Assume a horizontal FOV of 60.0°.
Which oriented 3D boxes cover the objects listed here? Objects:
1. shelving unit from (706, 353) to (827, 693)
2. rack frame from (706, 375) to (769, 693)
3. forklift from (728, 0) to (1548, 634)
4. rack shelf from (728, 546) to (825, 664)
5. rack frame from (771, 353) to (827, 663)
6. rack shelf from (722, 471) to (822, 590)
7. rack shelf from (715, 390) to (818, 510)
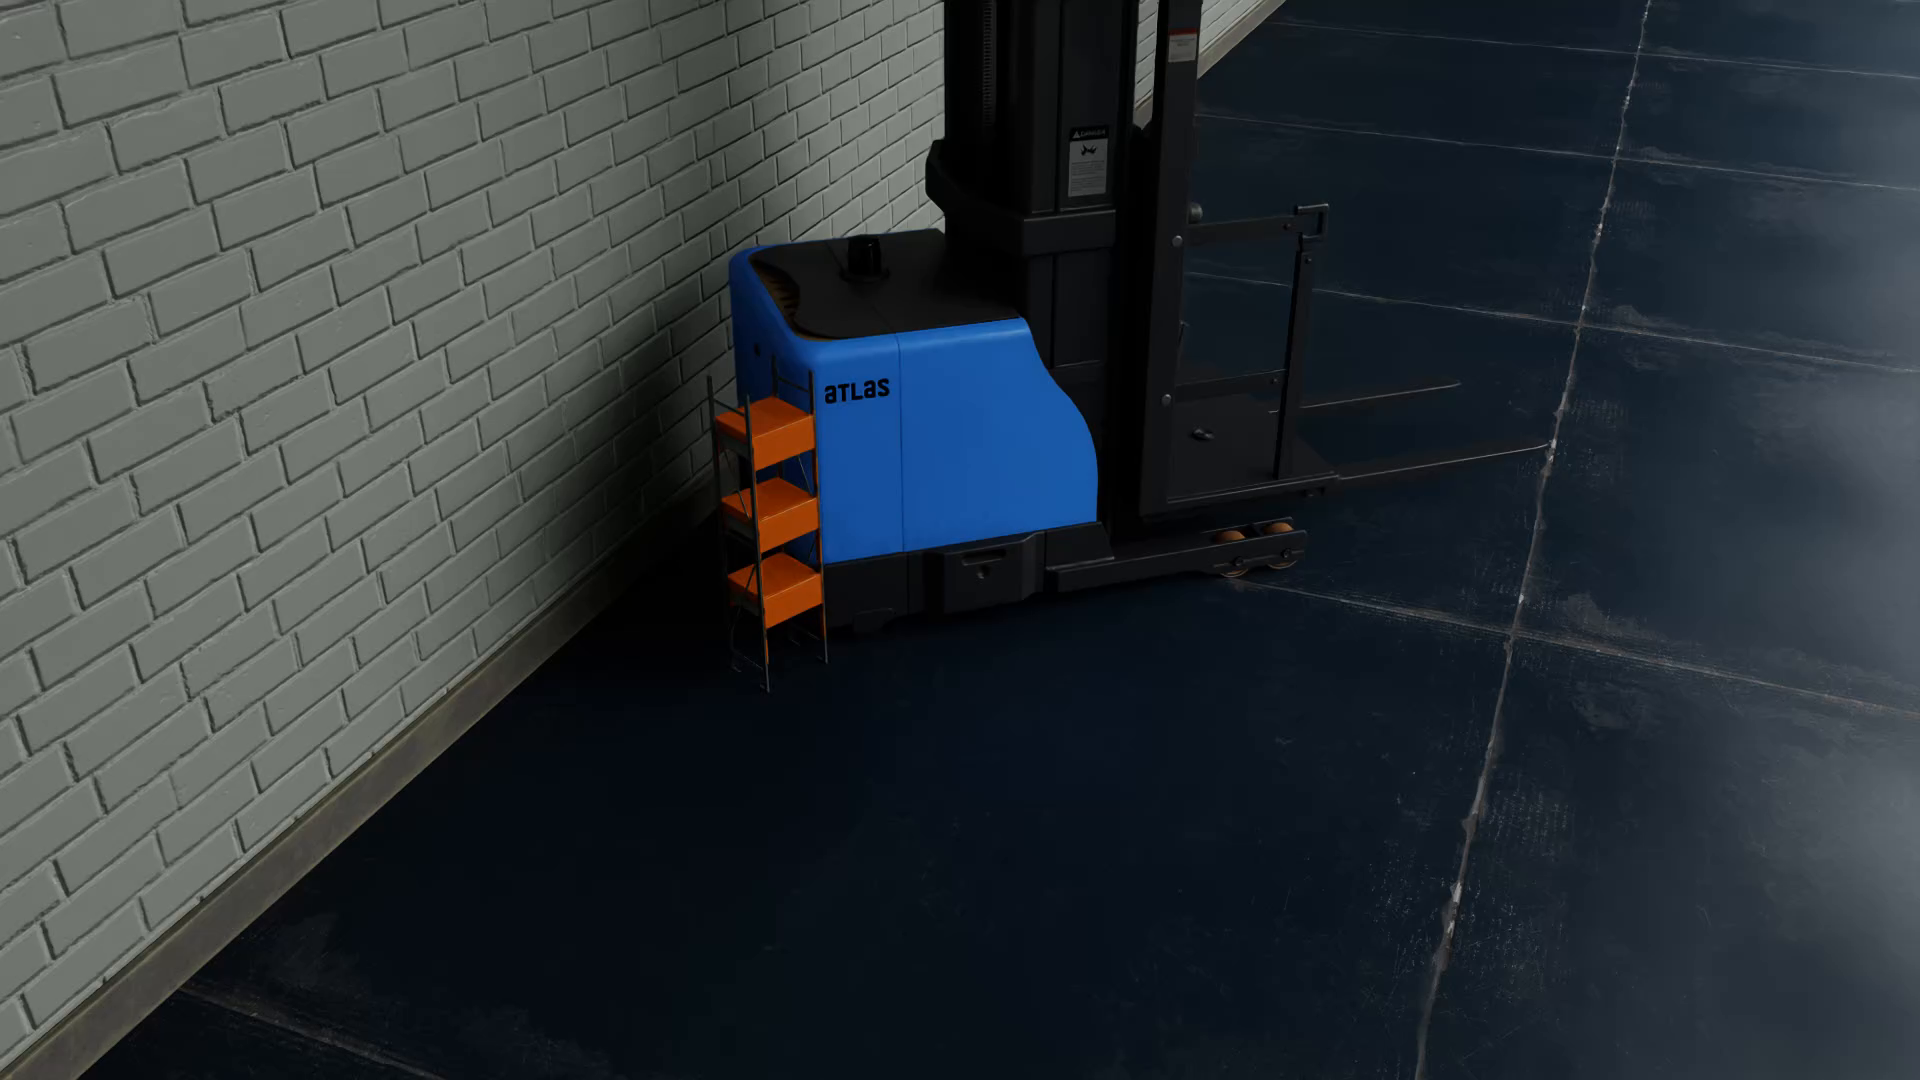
[{"bbox_3d":[-0.601,-0.042,5.257,0.252,1.050,0.215,-25,38,-37],"label":"shelving unit"},{"bbox_3d":[-0.689,-0.001,5.184,0.008,1.050,0.200,-25,38,-37],"label":"rack frame"},{"bbox_3d":[0.742,-1.377,5.708,3.031,2.935,1.130,-9,31,-16],"label":"forklift"},{"bbox_3d":[-0.601,0.209,5.399,0.240,0.259,0.215,-25,38,-37],"label":"rack shelf"},{"bbox_3d":[-0.513,-0.084,5.331,0.008,1.050,0.200,-25,38,-37],"label":"rack frame"},{"bbox_3d":[-0.601,-0.033,5.263,0.240,0.259,0.215,-25,38,-37],"label":"rack shelf"},{"bbox_3d":[-0.601,-0.280,5.123,0.240,0.259,0.215,-25,38,-37],"label":"rack shelf"}]
